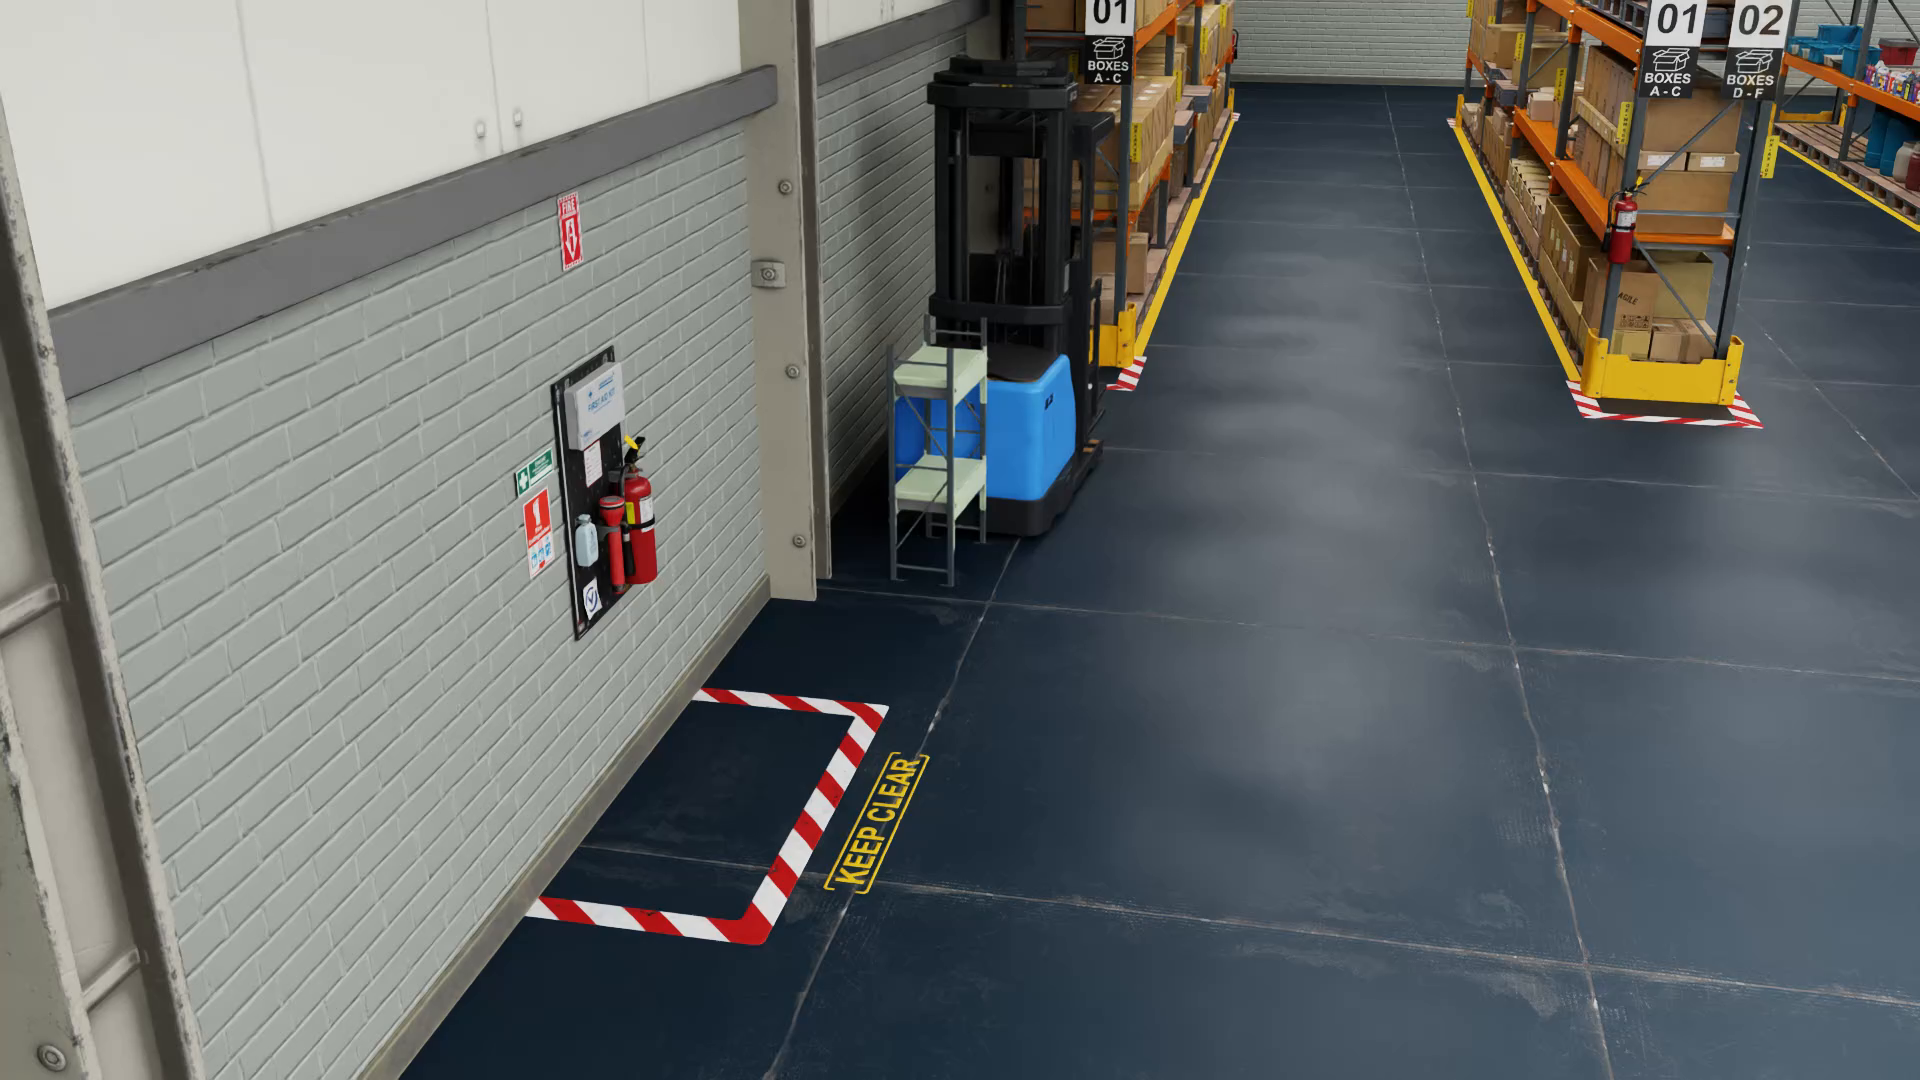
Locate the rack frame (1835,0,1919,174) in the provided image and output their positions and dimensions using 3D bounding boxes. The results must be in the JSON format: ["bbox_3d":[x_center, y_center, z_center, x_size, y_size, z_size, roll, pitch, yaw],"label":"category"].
[{"bbox_3d":[13.092,-6.616,23.265,1.000,3.000,0.127,4,22,11],"label":"rack frame"}]

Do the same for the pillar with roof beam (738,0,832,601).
[{"bbox_3d":[3.231,-3.564,7.659,9.100,9.000,0.400,4,22,11],"label":"pillar with roof beam"}]

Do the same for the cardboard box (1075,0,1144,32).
[{"bbox_3d":[1.258,-4.533,13.917,0.500,0.500,0.500,5,22,12],"label":"cardboard box"}]

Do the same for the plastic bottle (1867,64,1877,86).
[{"bbox_3d":[12.572,-6.411,22.913,0.061,0.283,0.133,4,22,11],"label":"plastic bottle"}]

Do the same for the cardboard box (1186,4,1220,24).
[{"bbox_3d":[3.549,-7.722,24.450,0.500,0.250,0.500,5,22,12],"label":"cardboard box"}]

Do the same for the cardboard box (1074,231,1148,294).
[{"bbox_3d":[1.489,-2.746,16.414,0.700,0.500,0.500,3,22,8],"label":"cardboard box"}]

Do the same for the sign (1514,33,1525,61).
[{"bbox_3d":[6.894,-6.070,20.466,0.100,0.325,0.005,4,22,11],"label":"sign"}]

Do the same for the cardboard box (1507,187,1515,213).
[{"bbox_3d":[6.931,-4.098,20.132,0.500,0.250,0.500,4,22,9],"label":"cardboard box"}]

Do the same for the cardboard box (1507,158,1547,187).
[{"bbox_3d":[7.033,-4.542,20.484,0.500,0.311,0.500,5,23,13],"label":"cardboard box"}]

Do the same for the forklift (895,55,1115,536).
[{"bbox_3d":[0.434,-1.905,11.660,1.130,2.935,3.031,6,23,15],"label":"forklift"}]

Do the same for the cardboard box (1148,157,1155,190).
[{"bbox_3d":[1.557,-3.453,15.586,0.500,0.250,0.500,4,22,10],"label":"cardboard box"}]

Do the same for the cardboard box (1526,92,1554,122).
[{"bbox_3d":[7.055,-5.178,19.815,0.500,0.311,0.500,4,22,10],"label":"cardboard box"}]

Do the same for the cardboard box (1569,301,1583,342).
[{"bbox_3d":[5.706,-1.928,14.743,0.500,0.250,0.500,4,22,11],"label":"cardboard box"}]

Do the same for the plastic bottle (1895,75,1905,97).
[{"bbox_3d":[12.338,-5.952,21.789,0.097,0.271,0.097,0,22,0],"label":"plastic bottle"}]

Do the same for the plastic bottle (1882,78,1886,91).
[{"bbox_3d":[12.460,-6.138,22.345,0.097,0.201,0.097,0,22,0],"label":"plastic bottle"}]

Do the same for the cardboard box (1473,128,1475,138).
[{"bbox_3d":[8.100,-6.248,25.579,0.380,0.149,0.250,4,22,11],"label":"cardboard box"}]

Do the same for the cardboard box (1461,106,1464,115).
[{"bbox_3d":[8.638,-7.212,27.974,0.380,0.149,0.250,4,22,11],"label":"cardboard box"}]

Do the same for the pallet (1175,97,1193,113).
[{"bbox_3d":[2.213,-5.092,19.738,1.003,0.211,1.213,4,22,11],"label":"pallet"}]

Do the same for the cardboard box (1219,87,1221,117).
[{"bbox_3d":[3.961,-7.238,27.595,0.700,0.500,0.500,4,22,9],"label":"cardboard box"}]

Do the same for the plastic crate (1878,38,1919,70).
[{"bbox_3d":[13.520,-6.981,24.005,0.402,0.464,0.583,4,22,11],"label":"plastic crate"}]

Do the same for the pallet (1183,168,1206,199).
[{"bbox_3d":[2.812,-4.897,22.731,1.003,0.211,1.213,4,22,11],"label":"pallet"}]

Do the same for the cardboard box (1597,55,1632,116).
[{"bbox_3d":[6.322,-4.186,15.362,0.700,0.500,0.500,4,22,11],"label":"cardboard box"}]

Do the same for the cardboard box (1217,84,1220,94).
[{"bbox_3d":[4.001,-7.275,26.818,0.380,0.149,0.250,4,22,9],"label":"cardboard box"}]

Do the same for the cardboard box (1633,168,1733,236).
[{"bbox_3d":[5.903,-2.822,13.712,0.700,0.500,0.500,4,22,11],"label":"cardboard box"}]

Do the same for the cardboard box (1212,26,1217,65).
[{"bbox_3d":[3.452,-7.189,24.130,0.500,0.500,0.500,5,22,11],"label":"cardboard box"}]

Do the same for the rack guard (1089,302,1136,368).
[{"bbox_3d":[0.960,-1.851,14.779,1.175,0.500,0.348,4,22,11],"label":"rack guard"}]

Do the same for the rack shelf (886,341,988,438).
[{"bbox_3d":[-0.131,-0.920,10.087,0.431,0.370,0.720,6,23,15],"label":"rack shelf"}]

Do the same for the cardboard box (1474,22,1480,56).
[{"bbox_3d":[8.506,-7.989,26.542,0.500,0.500,0.500,4,22,11],"label":"cardboard box"}]

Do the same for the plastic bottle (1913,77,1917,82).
[{"bbox_3d":[12.299,-5.809,21.418,0.061,0.283,0.133,4,22,11],"label":"plastic bottle"}]

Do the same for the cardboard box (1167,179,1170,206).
[{"bbox_3d":[2.189,-4.322,20.327,0.700,0.500,0.500,4,22,11],"label":"cardboard box"}]

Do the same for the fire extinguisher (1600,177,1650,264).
[{"bbox_3d":[5.316,-2.562,13.304,0.296,0.674,0.183,4,22,11],"label":"fire extinguisher"}]

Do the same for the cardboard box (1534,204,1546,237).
[{"bbox_3d":[6.413,-3.418,17.694,0.500,0.311,0.500,4,22,11],"label":"cardboard box"}]

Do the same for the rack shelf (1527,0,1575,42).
[{"bbox_3d":[7.019,-5.858,18.332,1.077,0.370,4.000,4,22,11],"label":"rack shelf"}]

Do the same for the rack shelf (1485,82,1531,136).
[{"bbox_3d":[7.836,-5.930,22.524,1.077,0.370,4.000,4,22,11],"label":"rack shelf"}]

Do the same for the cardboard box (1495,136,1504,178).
[{"bbox_3d":[7.495,-5.126,22.322,0.500,0.500,0.500,4,22,9],"label":"cardboard box"}]

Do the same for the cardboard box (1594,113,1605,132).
[{"bbox_3d":[6.108,-3.861,15.423,0.380,0.149,0.250,4,22,9],"label":"cardboard box"}]

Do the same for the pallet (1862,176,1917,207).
[{"bbox_3d":[12.647,-4.596,21.982,1.003,0.211,1.213,4,22,11],"label":"pallet"}]

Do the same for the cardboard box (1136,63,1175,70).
[{"bbox_3d":[2.019,-5.083,18.737,0.700,0.500,0.500,7,23,16],"label":"cardboard box"}]

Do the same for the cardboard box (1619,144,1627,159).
[{"bbox_3d":[5.791,-3.297,14.022,0.380,0.149,0.250,4,22,10],"label":"cardboard box"}]

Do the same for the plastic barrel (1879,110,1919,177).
[{"bbox_3d":[12.820,-5.381,22.445,0.600,0.901,0.708,4,22,11],"label":"plastic barrel"}]

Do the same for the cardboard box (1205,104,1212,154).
[{"bbox_3d":[3.210,-5.996,24.041,0.750,0.750,0.750,5,23,13],"label":"cardboard box"}]

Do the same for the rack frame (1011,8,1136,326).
[{"bbox_3d":[0.945,-2.982,14.243,1.000,3.000,0.127,4,22,11],"label":"rack frame"}]

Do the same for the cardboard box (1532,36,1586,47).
[{"bbox_3d":[7.819,-6.332,21.864,0.700,0.500,0.500,9,24,21],"label":"cardboard box"}]

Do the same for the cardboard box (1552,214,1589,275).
[{"bbox_3d":[6.006,-2.825,15.967,0.500,0.500,0.500,4,22,11],"label":"cardboard box"}]

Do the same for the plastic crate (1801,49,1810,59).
[{"bbox_3d":[13.251,-7.560,25.882,0.250,0.136,0.298,4,22,11],"label":"plastic crate"}]

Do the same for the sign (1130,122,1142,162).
[{"bbox_3d":[1.476,-3.343,13.979,0.100,0.325,0.005,4,22,11],"label":"sign"}]

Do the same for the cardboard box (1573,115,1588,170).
[{"bbox_3d":[6.527,-3.952,16.519,0.700,0.500,0.500,4,22,10],"label":"cardboard box"}]

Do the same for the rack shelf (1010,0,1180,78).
[{"bbox_3d":[1.353,-4.771,15.633,1.077,0.370,4.000,4,22,11],"label":"rack shelf"}]

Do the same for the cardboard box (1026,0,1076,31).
[{"bbox_3d":[0.782,-4.601,14.087,0.500,0.500,0.500,6,23,15],"label":"cardboard box"}]

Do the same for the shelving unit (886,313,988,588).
[{"bbox_3d":[-0.131,-0.558,10.233,0.431,1.500,0.755,6,23,15],"label":"shelving unit"}]

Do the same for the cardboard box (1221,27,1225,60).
[{"bbox_3d":[3.675,-7.974,26.236,0.980,0.700,0.700,4,22,10],"label":"cardboard box"}]

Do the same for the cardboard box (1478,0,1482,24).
[{"bbox_3d":[8.505,-8.451,26.350,0.500,0.500,0.500,5,22,12],"label":"cardboard box"}]

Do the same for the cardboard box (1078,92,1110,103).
[{"bbox_3d":[1.149,-4.015,15.979,0.500,0.500,0.500,5,22,12],"label":"cardboard box"}]

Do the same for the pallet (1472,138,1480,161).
[{"bbox_3d":[8.385,-5.952,25.350,1.003,0.211,1.213,4,22,11],"label":"pallet"}]

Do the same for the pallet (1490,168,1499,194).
[{"bbox_3d":[7.868,-4.953,22.870,1.003,0.211,1.213,4,22,11],"label":"pallet"}]

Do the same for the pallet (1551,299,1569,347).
[{"bbox_3d":[6.161,-2.040,15.637,1.003,0.211,1.213,4,22,11],"label":"pallet"}]

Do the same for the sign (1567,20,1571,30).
[{"bbox_3d":[8.788,-7.491,23.888,0.100,0.325,0.005,4,22,11],"label":"sign"}]

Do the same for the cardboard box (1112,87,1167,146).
[{"bbox_3d":[1.758,-4.170,16.362,0.500,0.500,0.500,4,22,9],"label":"cardboard box"}]
